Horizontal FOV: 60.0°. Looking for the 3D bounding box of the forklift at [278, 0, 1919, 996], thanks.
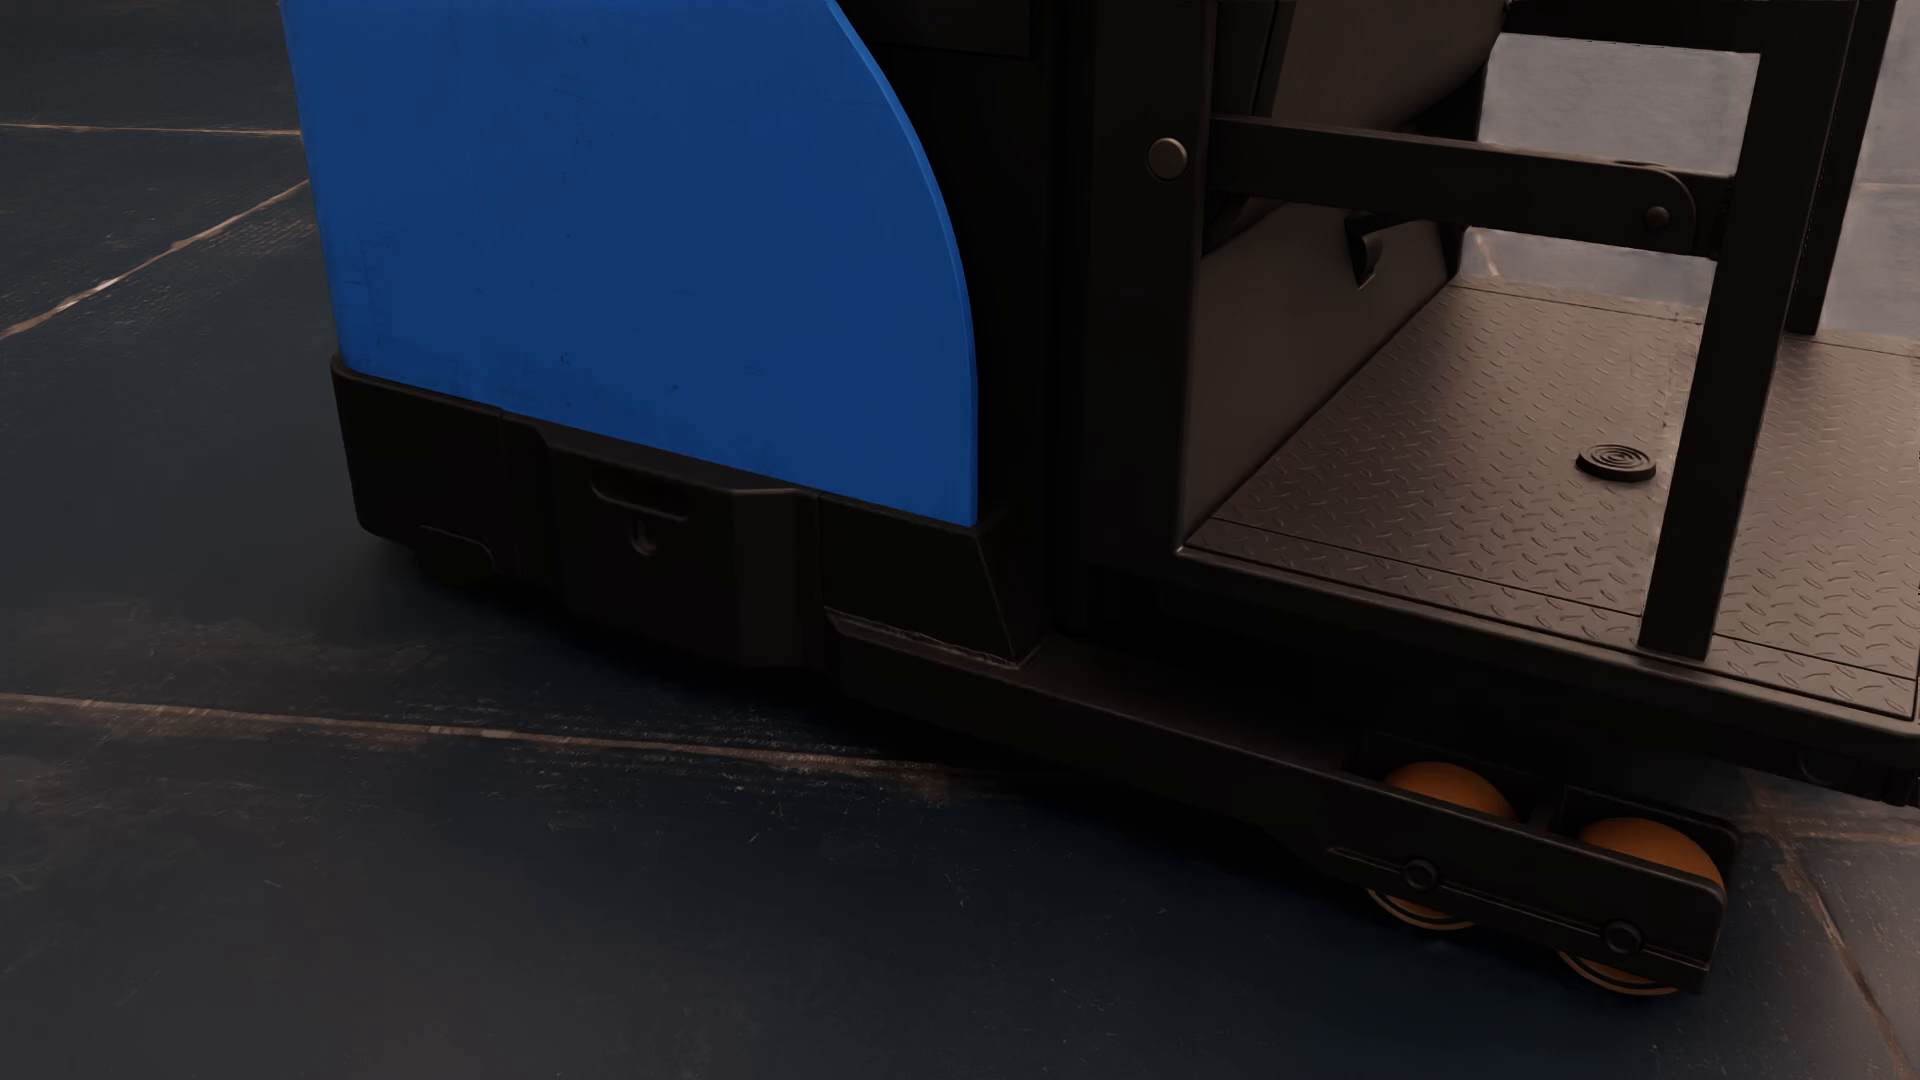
[{"bbox_3d":[0.659,-1.142,1.507,3.031,2.935,1.130,14,30,26],"label":"forklift"}]
